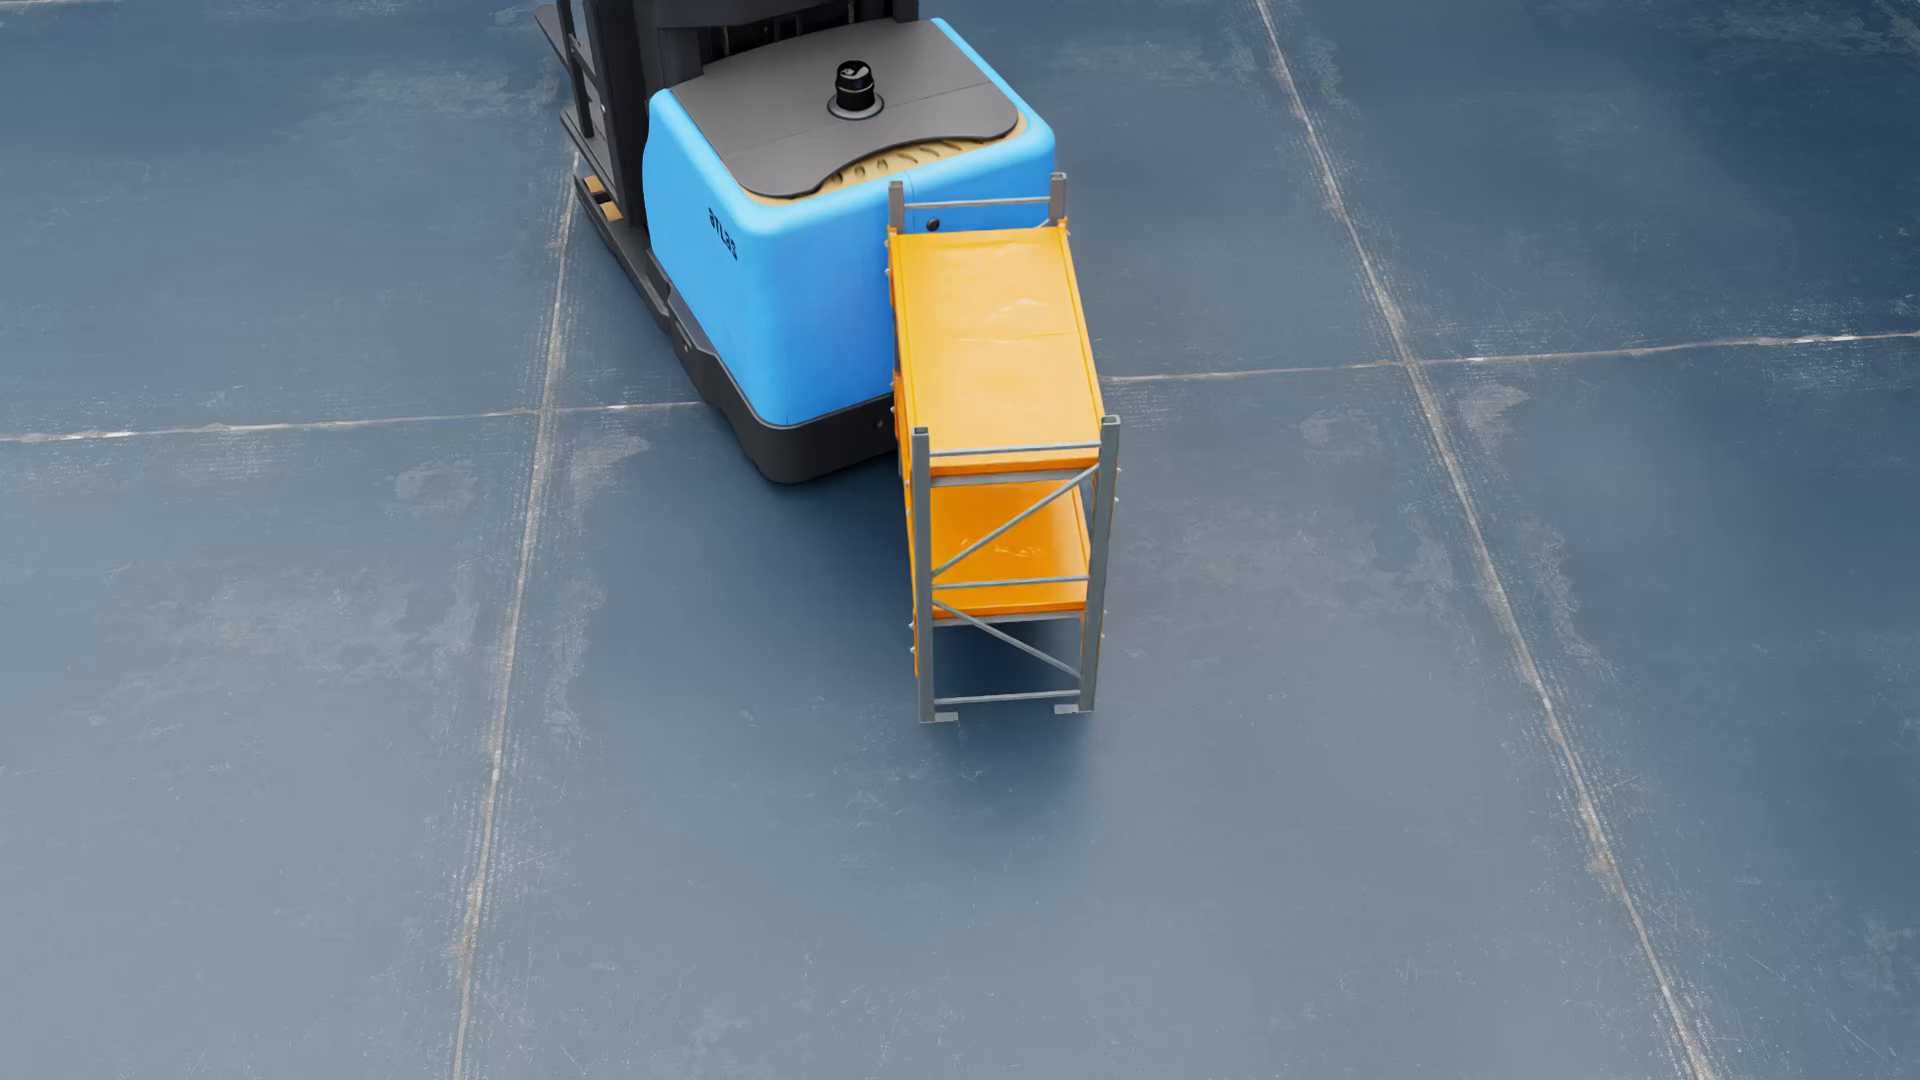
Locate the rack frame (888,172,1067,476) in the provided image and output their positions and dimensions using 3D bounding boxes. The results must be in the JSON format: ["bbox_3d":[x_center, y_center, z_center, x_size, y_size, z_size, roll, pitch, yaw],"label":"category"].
[{"bbox_3d":[0.048,-0.622,5.064,0.500,1.125,0.032,-3,47,-3],"label":"rack frame"}]

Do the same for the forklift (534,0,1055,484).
[{"bbox_3d":[-0.823,-2.263,5.374,1.130,2.935,3.031,-21,50,-18],"label":"forklift"}]

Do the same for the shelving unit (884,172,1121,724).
[{"bbox_3d":[0.091,-0.254,4.716,0.538,1.125,1.048,-3,47,-3],"label":"shelving unit"}]

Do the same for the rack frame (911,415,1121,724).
[{"bbox_3d":[0.133,0.114,4.368,0.500,1.125,0.032,-3,47,-3],"label":"rack frame"}]

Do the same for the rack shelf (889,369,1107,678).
[{"bbox_3d":[0.091,-0.086,4.894,0.538,0.278,1.000,-3,47,-3],"label":"rack shelf"}]

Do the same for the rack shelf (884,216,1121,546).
[{"bbox_3d":[0.091,-0.455,4.503,0.538,0.278,1.000,-3,47,-3],"label":"rack shelf"}]
